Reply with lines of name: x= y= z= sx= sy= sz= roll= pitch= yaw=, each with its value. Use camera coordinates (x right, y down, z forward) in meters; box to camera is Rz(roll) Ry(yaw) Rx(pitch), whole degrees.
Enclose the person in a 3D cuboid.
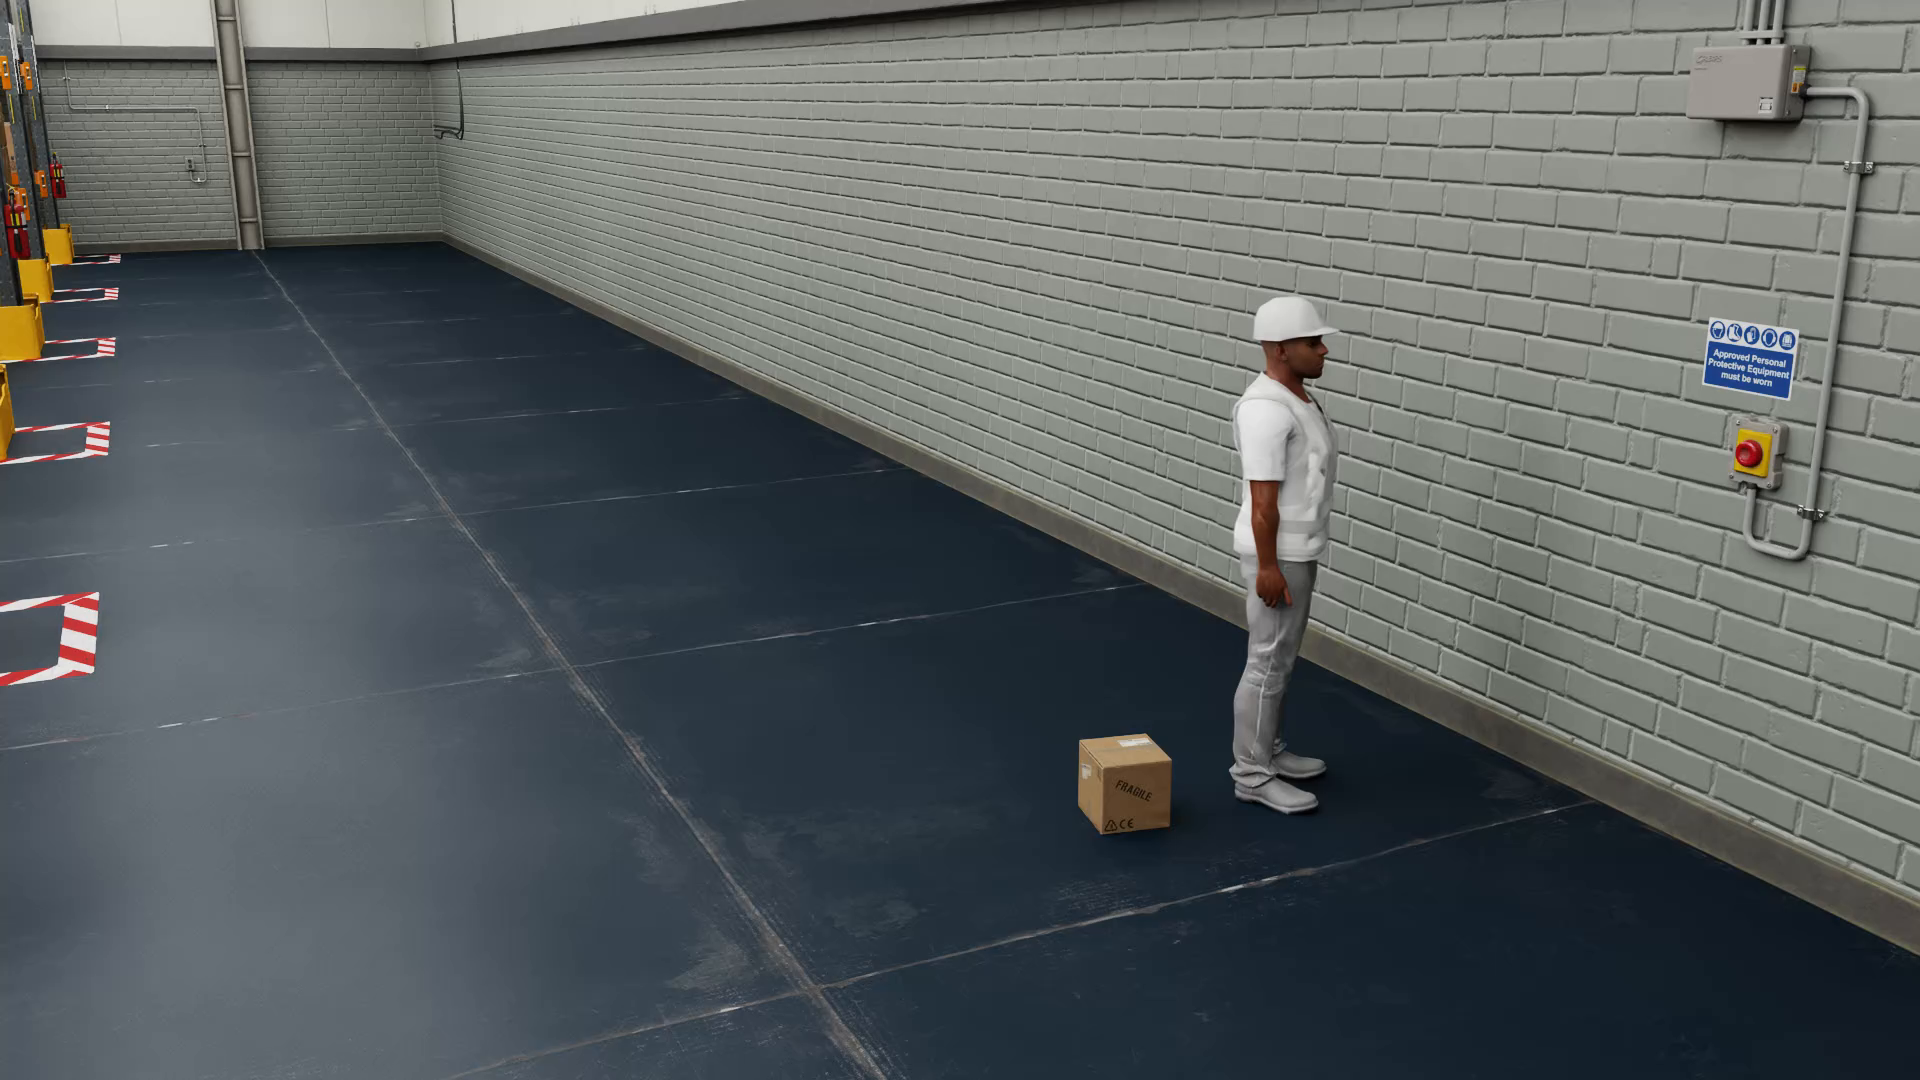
person: x=1.140 y=0.037 z=5.827 sx=0.365 sy=1.771 sz=0.550 roll=5 pitch=16 yaw=17
